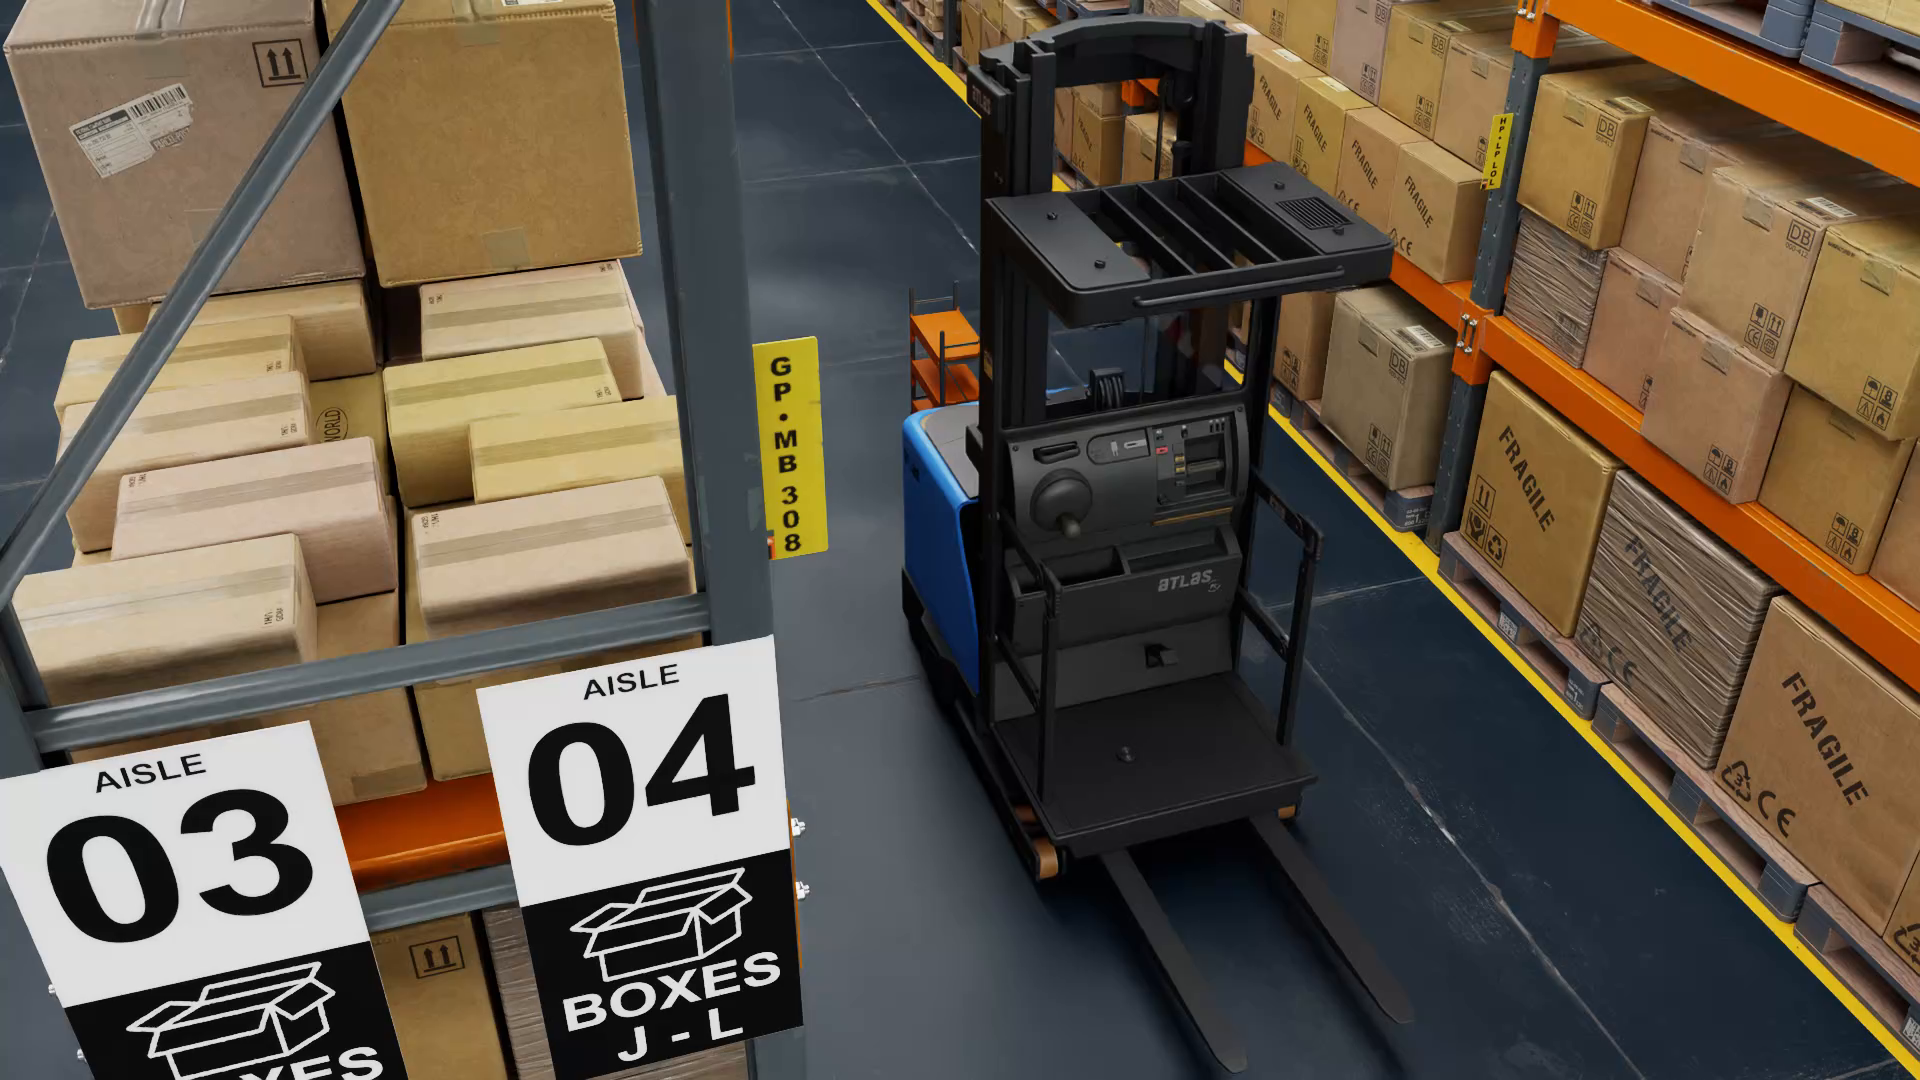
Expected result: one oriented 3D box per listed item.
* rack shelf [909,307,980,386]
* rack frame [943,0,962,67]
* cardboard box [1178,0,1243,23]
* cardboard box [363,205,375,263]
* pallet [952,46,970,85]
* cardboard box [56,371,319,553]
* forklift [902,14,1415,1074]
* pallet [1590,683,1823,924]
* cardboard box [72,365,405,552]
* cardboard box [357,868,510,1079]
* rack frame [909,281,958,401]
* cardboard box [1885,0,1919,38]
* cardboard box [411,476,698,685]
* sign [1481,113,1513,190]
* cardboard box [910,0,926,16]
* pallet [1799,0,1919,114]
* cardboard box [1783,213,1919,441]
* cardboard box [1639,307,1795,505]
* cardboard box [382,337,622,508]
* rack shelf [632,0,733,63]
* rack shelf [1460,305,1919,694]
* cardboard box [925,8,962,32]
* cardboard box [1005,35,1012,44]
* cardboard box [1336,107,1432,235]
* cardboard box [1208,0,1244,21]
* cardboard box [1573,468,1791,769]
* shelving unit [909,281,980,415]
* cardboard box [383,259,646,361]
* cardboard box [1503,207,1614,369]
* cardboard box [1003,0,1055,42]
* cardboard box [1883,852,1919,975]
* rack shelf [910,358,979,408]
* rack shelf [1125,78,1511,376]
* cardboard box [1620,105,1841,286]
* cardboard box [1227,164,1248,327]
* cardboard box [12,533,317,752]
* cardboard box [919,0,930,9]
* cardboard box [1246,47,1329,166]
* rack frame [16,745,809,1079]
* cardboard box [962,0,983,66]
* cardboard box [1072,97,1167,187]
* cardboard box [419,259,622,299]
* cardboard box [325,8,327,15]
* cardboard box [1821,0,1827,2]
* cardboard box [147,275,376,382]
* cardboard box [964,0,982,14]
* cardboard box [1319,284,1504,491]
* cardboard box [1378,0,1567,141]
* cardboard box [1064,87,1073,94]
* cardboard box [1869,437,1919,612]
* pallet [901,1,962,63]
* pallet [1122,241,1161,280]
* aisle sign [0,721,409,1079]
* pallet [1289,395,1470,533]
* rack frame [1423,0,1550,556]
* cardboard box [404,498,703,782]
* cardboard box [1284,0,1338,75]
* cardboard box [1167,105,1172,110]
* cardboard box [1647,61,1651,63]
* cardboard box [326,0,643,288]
[{"bbox_3d":[-0.051,-0.915,7.834,0.258,0.148,0.480,-10,35,-15],"label":"rack shelf"},{"bbox_3d":[0.348,-5.488,13.835,1.000,3.000,0.127,-10,35,-15],"label":"rack frame"},{"bbox_3d":[1.606,-2.882,9.800,0.500,0.500,0.500,-10,35,-15],"label":"cardboard box"},{"bbox_3d":[-1.597,-0.601,3.855,0.500,0.250,0.500,-11,35,-16],"label":"cardboard box"},{"bbox_3d":[0.587,-3.916,13.985,1.003,0.211,1.213,-10,35,-15],"label":"pallet"},{"bbox_3d":[-1.284,-0.137,2.790,0.380,0.149,0.250,-12,35,-17],"label":"cardboard box"},{"bbox_3d":[0.692,-0.191,5.881,1.130,2.935,3.031,-11,35,-16],"label":"forklift"},{"bbox_3d":[3.321,0.930,6.652,1.003,0.211,1.213,-10,35,-15],"label":"pallet"},{"bbox_3d":[-1.290,-0.068,3.047,0.500,0.250,0.500,-10,35,-14],"label":"cardboard box"},{"bbox_3d":[-1.149,0.763,3.107,0.500,0.500,0.500,-10,35,-15],"label":"cardboard box"},{"bbox_3d":[-0.125,-0.716,8.245,0.240,1.200,0.015,-10,35,-15],"label":"rack frame"},{"bbox_3d":[3.039,-1.605,4.993,0.380,0.149,0.250,-10,35,-14],"label":"cardboard box"},{"bbox_3d":[-0.610,0.055,2.500,0.380,0.149,0.250,-10,35,-15],"label":"cardboard box"},{"bbox_3d":[2.274,-1.642,7.035,0.100,0.325,0.005,-10,35,-15],"label":"sign"},{"bbox_3d":[-0.238,-4.901,15.151,0.380,0.149,0.250,-11,35,-16],"label":"cardboard box"},{"bbox_3d":[3.396,-1.432,5.055,1.003,0.211,1.213,-10,35,-15],"label":"pallet"},{"bbox_3d":[3.349,-0.749,5.547,0.875,0.550,0.500,-10,35,-15],"label":"cardboard box"},{"bbox_3d":[3.154,-0.571,6.257,0.875,0.550,0.550,-10,35,-15],"label":"cardboard box"},{"bbox_3d":[-0.791,-0.210,2.900,0.380,0.149,0.250,-11,35,-16],"label":"cardboard box"},{"bbox_3d":[-1.356,-1.658,3.253,1.077,0.370,4.000,-10,35,-15],"label":"rack shelf"},{"bbox_3d":[3.398,0.062,6.087,1.077,0.370,4.000,-10,35,-15],"label":"rack shelf"},{"bbox_3d":[-0.096,-4.623,14.730,0.380,0.149,0.250,-10,35,-14],"label":"cardboard box"},{"bbox_3d":[0.656,-3.638,12.921,0.500,0.500,0.500,-9,35,-14],"label":"cardboard box"},{"bbox_3d":[2.220,-1.824,8.199,0.500,0.500,0.500,-10,35,-15],"label":"cardboard box"},{"bbox_3d":[1.851,-3.344,9.592,0.700,0.500,0.500,-10,35,-15],"label":"cardboard box"},{"bbox_3d":[3.192,0.238,6.715,0.875,0.875,0.875,-10,35,-14],"label":"cardboard box"},{"bbox_3d":[-0.051,-0.587,8.051,0.258,1.200,0.503,-10,35,-15],"label":"shelving unit"},{"bbox_3d":[-0.958,-0.423,3.584,0.500,0.250,0.500,-10,35,-15],"label":"cardboard box"},{"bbox_3d":[2.912,-1.159,7.147,0.875,0.550,0.550,-10,35,-15],"label":"cardboard box"},{"bbox_3d":[0.638,-3.953,12.718,0.500,0.250,0.500,-9,34,-13],"label":"cardboard box"},{"bbox_3d":[3.738,1.178,5.292,0.875,0.875,0.875,-10,35,-14],"label":"cardboard box"},{"bbox_3d":[-0.051,-0.718,7.965,0.258,0.148,0.480,-10,35,-15],"label":"rack shelf"},{"bbox_3d":[2.178,-2.038,9.266,1.077,0.370,4.000,-10,35,-15],"label":"rack shelf"},{"bbox_3d":[3.146,-1.332,6.430,0.875,0.550,0.550,-10,35,-15],"label":"cardboard box"},{"bbox_3d":[1.938,-1.831,9.960,1.050,0.750,0.750,-9,35,-14],"label":"cardboard box"},{"bbox_3d":[-1.128,0.145,2.364,0.380,0.149,0.250,-10,35,-15],"label":"cardboard box"},{"bbox_3d":[-0.145,-4.850,14.804,0.380,0.149,0.250,-12,35,-17],"label":"cardboard box"},{"bbox_3d":[1.909,-2.355,9.003,0.500,0.500,0.500,-10,35,-15],"label":"cardboard box"},{"bbox_3d":[-0.746,1.593,3.118,1.000,3.000,0.127,-10,35,-15],"label":"rack frame"},{"bbox_3d":[0.321,-4.188,13.753,0.500,0.500,0.500,-9,34,-13],"label":"cardboard box"},{"bbox_3d":[1.118,-2.822,11.686,0.500,0.500,0.500,-10,35,-15],"label":"cardboard box"},{"bbox_3d":[-0.877,-0.493,3.329,0.380,0.149,0.250,-10,35,-15],"label":"cardboard box"},{"bbox_3d":[-1.952,-1.365,4.648,0.380,0.149,0.250,-10,35,-14],"label":"cardboard box"},{"bbox_3d":[2.888,-1.869,5.393,0.380,0.149,0.250,-11,35,-15],"label":"cardboard box"},{"bbox_3d":[-1.340,-0.416,3.212,0.380,0.149,0.250,-10,35,-14],"label":"cardboard box"},{"bbox_3d":[0.322,-4.501,13.547,0.500,0.250,0.500,-12,35,-17],"label":"cardboard box"},{"bbox_3d":[2.513,-0.835,8.453,1.050,0.750,0.750,-10,35,-15],"label":"cardboard box"},{"bbox_3d":[2.472,-2.276,7.976,0.700,0.500,0.500,-11,35,-16],"label":"cardboard box"},{"bbox_3d":[0.945,-3.412,11.898,0.500,0.250,0.500,-10,35,-14],"label":"cardboard box"},{"bbox_3d":[3.612,-0.038,5.450,0.875,0.550,0.550,-10,35,-15],"label":"cardboard box"},{"bbox_3d":[0.109,-4.671,15.128,1.003,0.211,1.213,-10,35,-15],"label":"pallet"},{"bbox_3d":[1.737,-1.798,10.780,1.003,0.211,1.213,-10,35,-15],"label":"pallet"},{"bbox_3d":[-1.013,0.592,2.276,0.394,0.787,0.004,-10,35,-15],"label":"aisle sign"},{"bbox_3d":[2.481,-0.517,8.841,1.003,0.211,1.213,-10,35,-15],"label":"pallet"},{"bbox_3d":[2.788,-1.288,7.478,1.000,3.000,0.127,-10,35,-15],"label":"rack frame"},{"bbox_3d":[-0.647,0.108,2.781,0.500,0.250,0.500,-9,35,-13],"label":"cardboard box"},{"bbox_3d":[2.166,-2.807,8.779,0.700,0.500,0.500,-10,35,-15],"label":"cardboard box"},{"bbox_3d":[1.588,-3.236,11.633,0.500,0.250,0.500,-12,35,-17],"label":"cardboard box"},{"bbox_3d":[5.852,-4.408,13.746,0.875,0.875,0.875,-10,35,-14],"label":"cardboard box"},{"bbox_3d":[-0.942,-0.858,3.292,0.500,0.500,0.500,-10,35,-15],"label":"cardboard box"}]
